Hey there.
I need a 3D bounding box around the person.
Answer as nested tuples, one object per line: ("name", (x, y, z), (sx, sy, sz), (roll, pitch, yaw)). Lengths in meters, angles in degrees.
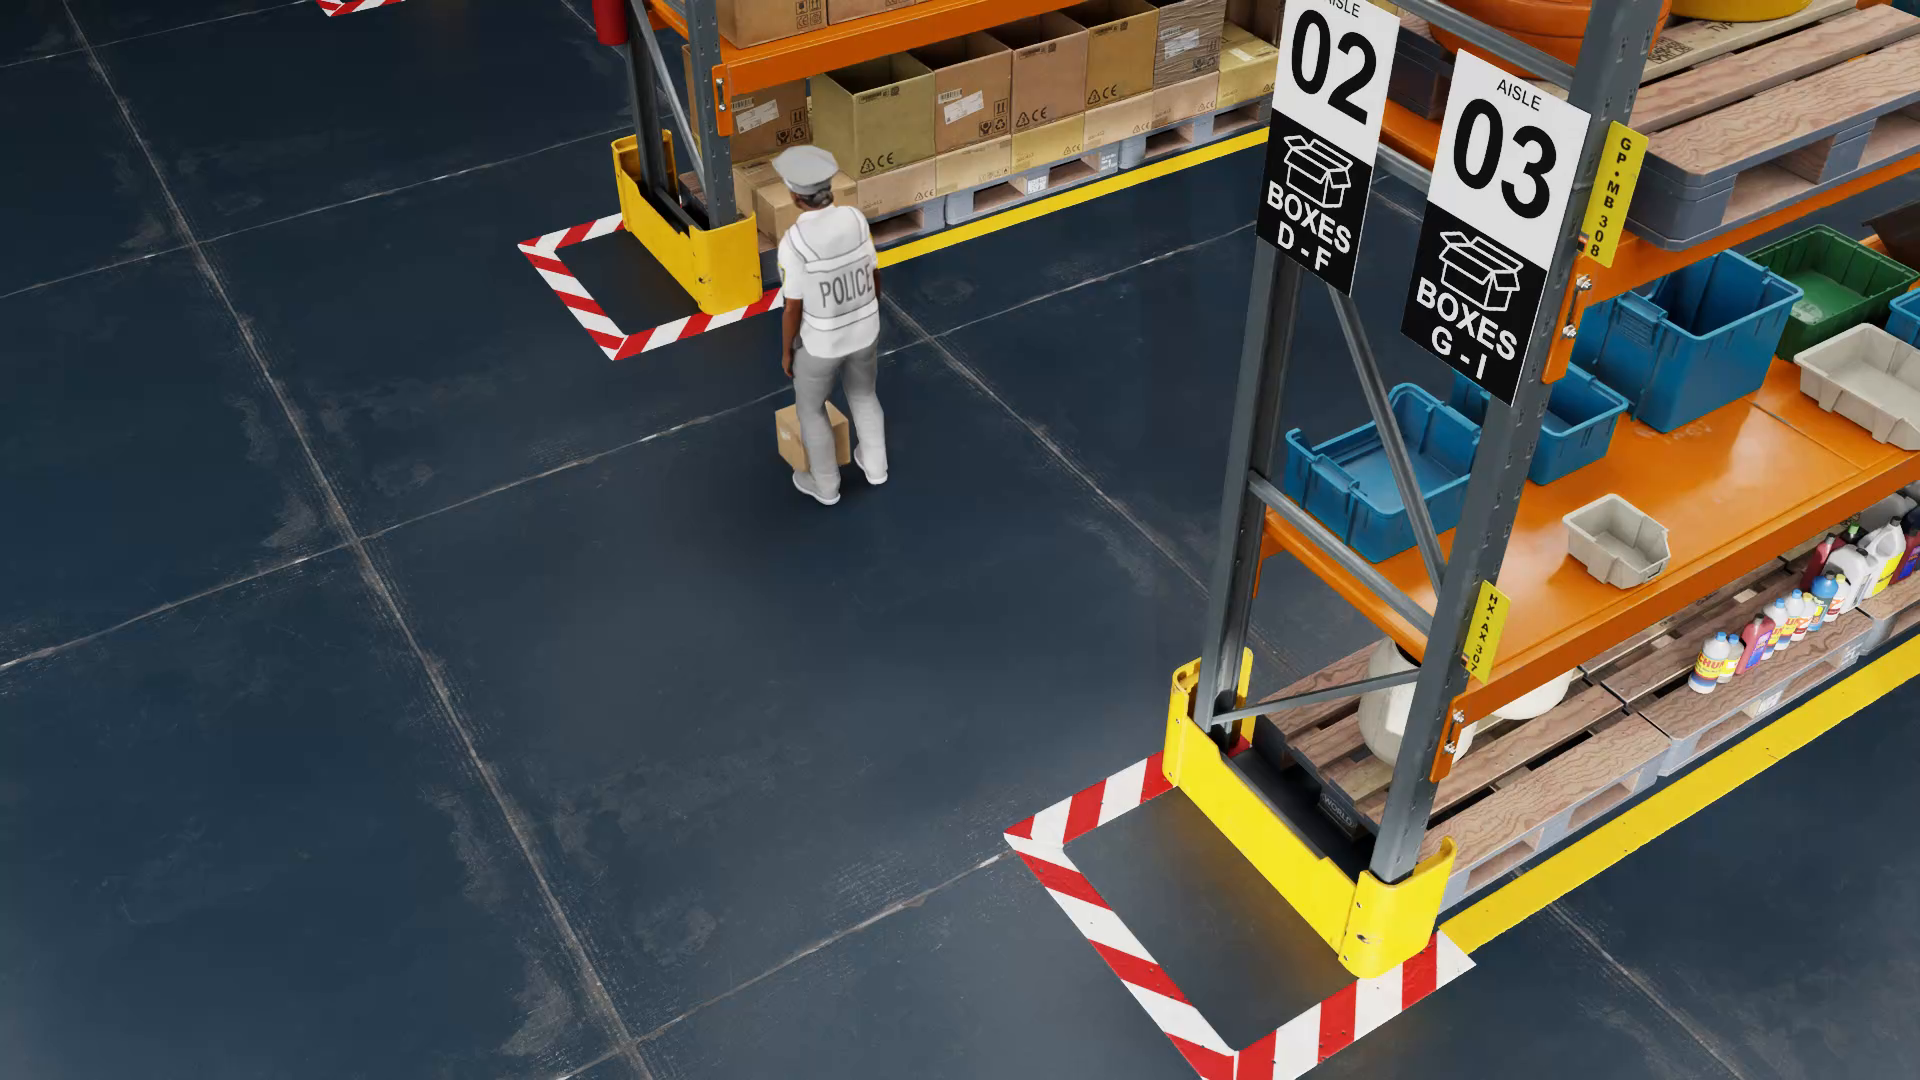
("person", (-0.550, -0.886, 7.179), (0.515, 1.655, 0.397), (-25, 47, -26))
